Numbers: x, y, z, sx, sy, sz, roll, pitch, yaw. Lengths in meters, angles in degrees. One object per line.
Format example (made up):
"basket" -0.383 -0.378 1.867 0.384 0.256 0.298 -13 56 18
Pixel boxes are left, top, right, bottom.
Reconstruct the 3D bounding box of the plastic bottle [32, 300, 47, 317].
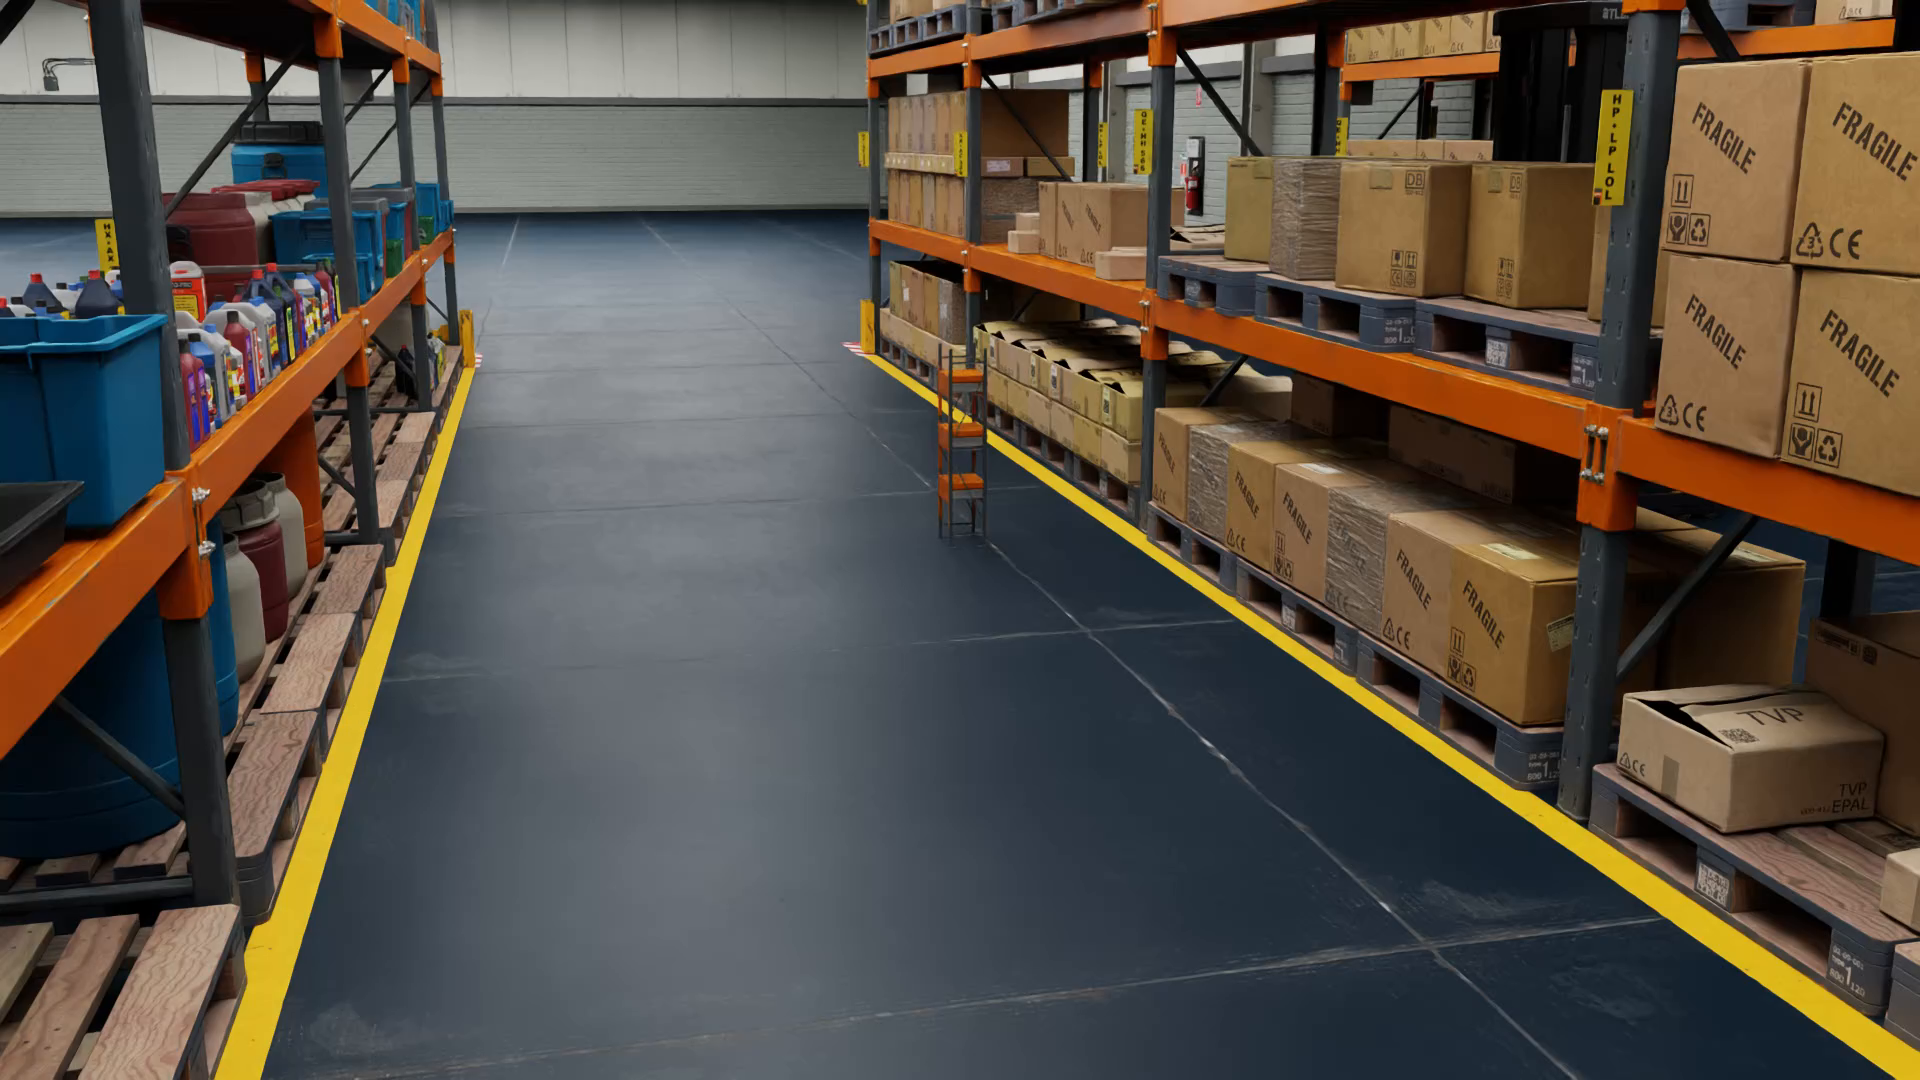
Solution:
"plastic bottle" -3.115 -0.682 5.667 0.097 0.271 0.097 0 14 0

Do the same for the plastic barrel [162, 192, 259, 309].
"plastic barrel" -3.735 -1.406 8.073 0.600 0.536 0.708 -3 14 -13

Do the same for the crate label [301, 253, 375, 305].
"crate label" -3.066 -1.286 8.224 0.303 0.233 0.416 -3 14 -13

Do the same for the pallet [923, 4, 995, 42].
"pallet" 0.320 -4.057 13.078 1.003 0.211 1.213 -3 14 -13

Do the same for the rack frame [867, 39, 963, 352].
"rack frame" -0.394 -3.370 16.401 1.000 3.000 0.127 -3 14 -13

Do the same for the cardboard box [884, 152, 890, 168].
"cardboard box" -0.511 -3.631 15.893 0.380 0.149 0.250 -3 14 -14

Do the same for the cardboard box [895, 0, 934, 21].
"cardboard box" -0.270 -4.749 14.336 0.500 0.500 0.500 -3 14 -13

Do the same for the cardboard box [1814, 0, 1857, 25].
"cardboard box" 6.084 -3.623 10.855 0.797 0.503 0.637 -1 14 -5

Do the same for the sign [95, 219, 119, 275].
"sign" -3.864 -1.296 7.569 0.100 0.325 0.005 -3 14 -13

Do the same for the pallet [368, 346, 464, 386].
"pallet" -4.961 -1.538 14.776 1.003 0.211 1.213 -3 14 -13

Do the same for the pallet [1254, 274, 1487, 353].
"pallet" 1.946 -0.983 7.035 1.003 0.211 1.213 -3 14 -13

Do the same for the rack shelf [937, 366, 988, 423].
"rack shelf" 0.013 -0.763 8.687 0.215 0.259 0.240 -3 14 -13

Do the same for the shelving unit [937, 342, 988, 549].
"shelving unit" 0.013 -0.498 8.752 0.215 1.050 0.252 -3 14 -13

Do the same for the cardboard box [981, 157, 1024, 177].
"cardboard box" 0.273 -2.862 12.743 0.380 0.149 0.250 -3 14 -13

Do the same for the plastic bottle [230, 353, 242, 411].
"plastic bottle" -2.240 -0.493 5.044 0.097 0.201 0.097 0 14 0

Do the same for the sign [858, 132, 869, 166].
"sign" -0.935 -3.800 16.168 0.100 0.325 0.005 -3 14 -13

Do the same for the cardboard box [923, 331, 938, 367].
"cardboard box" -0.016 -1.641 14.232 0.500 0.250 0.500 -3 14 -13

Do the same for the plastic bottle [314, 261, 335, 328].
"plastic bottle" -2.767 -1.070 7.232 0.061 0.283 0.133 -3 14 -13

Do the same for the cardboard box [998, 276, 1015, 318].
"cardboard box" 0.615 -1.919 13.791 0.500 0.500 0.500 -3 14 -13

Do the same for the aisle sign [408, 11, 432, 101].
"aisle sign" -4.938 -4.391 15.102 0.394 0.787 0.004 -3 14 -13

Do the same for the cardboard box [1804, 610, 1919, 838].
"cardboard box" 2.834 0.514 4.841 0.500 0.500 0.500 -3 14 -13

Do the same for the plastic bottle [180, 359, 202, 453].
"plastic bottle" -2.063 -0.378 4.401 0.061 0.283 0.133 -3 14 -13

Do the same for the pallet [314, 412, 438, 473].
"pallet" -4.048 -0.639 11.096 1.003 0.211 1.213 -3 14 -13

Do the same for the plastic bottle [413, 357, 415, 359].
"plastic bottle" -4.208 -1.297 12.735 0.097 0.271 0.097 0 14 0

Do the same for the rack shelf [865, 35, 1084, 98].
"rack shelf" 0.075 -4.016 14.242 1.077 0.370 4.000 -3 14 -13

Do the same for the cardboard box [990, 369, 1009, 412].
"cardboard box" 0.518 -1.091 11.980 0.500 0.250 0.500 -3 14 -12

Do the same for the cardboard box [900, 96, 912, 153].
"cardboard box" -0.156 -3.807 15.246 0.700 0.500 0.500 -4 14 -15

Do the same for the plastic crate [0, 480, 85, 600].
"plastic crate" -1.868 0.021 2.973 0.437 0.125 0.590 -3 14 -13

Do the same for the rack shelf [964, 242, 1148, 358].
"rack shelf" 1.015 -1.636 10.821 1.077 0.370 4.000 -3 14 -13

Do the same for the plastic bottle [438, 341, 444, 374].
"plastic bottle" -4.287 -1.495 13.536 0.152 0.276 0.135 -4 14 -15

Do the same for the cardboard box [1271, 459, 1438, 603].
"cardboard box" 1.683 -0.046 7.137 0.500 0.500 0.500 -4 14 -15

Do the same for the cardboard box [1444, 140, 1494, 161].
"cardboard box" 4.717 -3.349 15.008 0.500 0.500 0.500 -4 14 -15

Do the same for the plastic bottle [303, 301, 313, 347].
"plastic bottle" -2.621 -0.868 6.577 0.097 0.201 0.097 0 14 0

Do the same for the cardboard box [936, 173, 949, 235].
"cardboard box" 0.191 -2.835 14.001 0.700 0.500 0.500 -3 14 -12

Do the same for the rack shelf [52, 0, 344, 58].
"rack shelf" -2.861 -1.896 5.561 1.077 0.370 4.000 -3 14 -13

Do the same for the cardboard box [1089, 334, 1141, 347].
"cardboard box" 1.162 -1.276 11.555 0.500 0.311 0.500 -3 14 -13

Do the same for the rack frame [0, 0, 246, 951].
"rack frame" -2.392 -0.327 3.943 1.000 3.000 0.127 -3 14 -13

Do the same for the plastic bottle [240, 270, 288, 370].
"plastic bottle" -2.481 -0.780 5.902 0.144 0.351 0.185 -3 14 -13

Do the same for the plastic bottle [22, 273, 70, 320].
"plastic bottle" -3.184 -0.751 5.783 0.144 0.351 0.185 -3 14 -13

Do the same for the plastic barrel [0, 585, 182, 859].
"plastic barrel" -2.503 0.362 4.660 0.600 0.901 0.708 -3 14 -13

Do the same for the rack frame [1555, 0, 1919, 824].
"rack frame" 2.424 -0.602 5.070 1.000 3.000 0.127 -3 14 -13

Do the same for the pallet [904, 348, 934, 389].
"pallet" 0.109 -1.561 14.870 1.003 0.211 1.213 -3 14 -13

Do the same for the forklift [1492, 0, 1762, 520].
"forklift" 3.864 -1.657 9.533 3.031 2.935 1.130 -3 14 -14

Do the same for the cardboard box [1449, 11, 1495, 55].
"cardboard box" 4.727 -4.586 14.803 0.500 0.500 0.500 -4 14 -15

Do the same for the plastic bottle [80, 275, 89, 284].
"plastic bottle" -3.394 -0.881 6.460 0.061 0.283 0.133 -3 14 -13

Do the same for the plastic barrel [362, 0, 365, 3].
"plastic barrel" -3.467 -3.268 8.756 0.600 0.830 0.708 -3 14 -13

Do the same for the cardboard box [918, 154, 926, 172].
"cardboard box" -0.151 -3.277 14.441 0.380 0.149 0.250 -3 14 -13

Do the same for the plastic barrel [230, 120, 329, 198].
"plastic barrel" -4.474 -2.310 11.004 0.600 0.901 0.708 -3 14 -13

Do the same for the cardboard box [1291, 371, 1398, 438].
"cardboard box" 1.950 -0.673 8.121 0.500 0.250 0.500 -3 14 -11

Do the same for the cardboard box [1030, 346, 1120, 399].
"cardboard box" 0.762 -1.124 10.936 0.500 0.311 0.500 -3 14 -12

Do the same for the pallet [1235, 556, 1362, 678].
"pallet" 1.906 0.285 7.315 1.003 0.211 1.213 -3 14 -13

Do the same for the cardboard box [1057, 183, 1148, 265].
"cardboard box" 0.951 -2.081 10.913 0.500 0.500 0.500 -3 14 -13

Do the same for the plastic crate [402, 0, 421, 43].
"plastic crate" -4.469 -4.121 13.188 0.392 0.384 0.575 -3 14 -13

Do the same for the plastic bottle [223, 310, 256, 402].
"plastic bottle" -2.272 -0.583 5.239 0.061 0.283 0.133 -3 14 -13

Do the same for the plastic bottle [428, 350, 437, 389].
"plastic bottle" -4.057 -1.308 12.617 0.144 0.351 0.185 -3 14 -12

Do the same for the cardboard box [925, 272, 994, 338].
"cardboard box" -0.003 -2.006 14.146 0.500 0.500 0.500 -3 14 -13

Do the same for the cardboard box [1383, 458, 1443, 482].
"cardboard box" 2.183 -0.081 7.279 0.500 0.500 0.500 -4 14 -15
